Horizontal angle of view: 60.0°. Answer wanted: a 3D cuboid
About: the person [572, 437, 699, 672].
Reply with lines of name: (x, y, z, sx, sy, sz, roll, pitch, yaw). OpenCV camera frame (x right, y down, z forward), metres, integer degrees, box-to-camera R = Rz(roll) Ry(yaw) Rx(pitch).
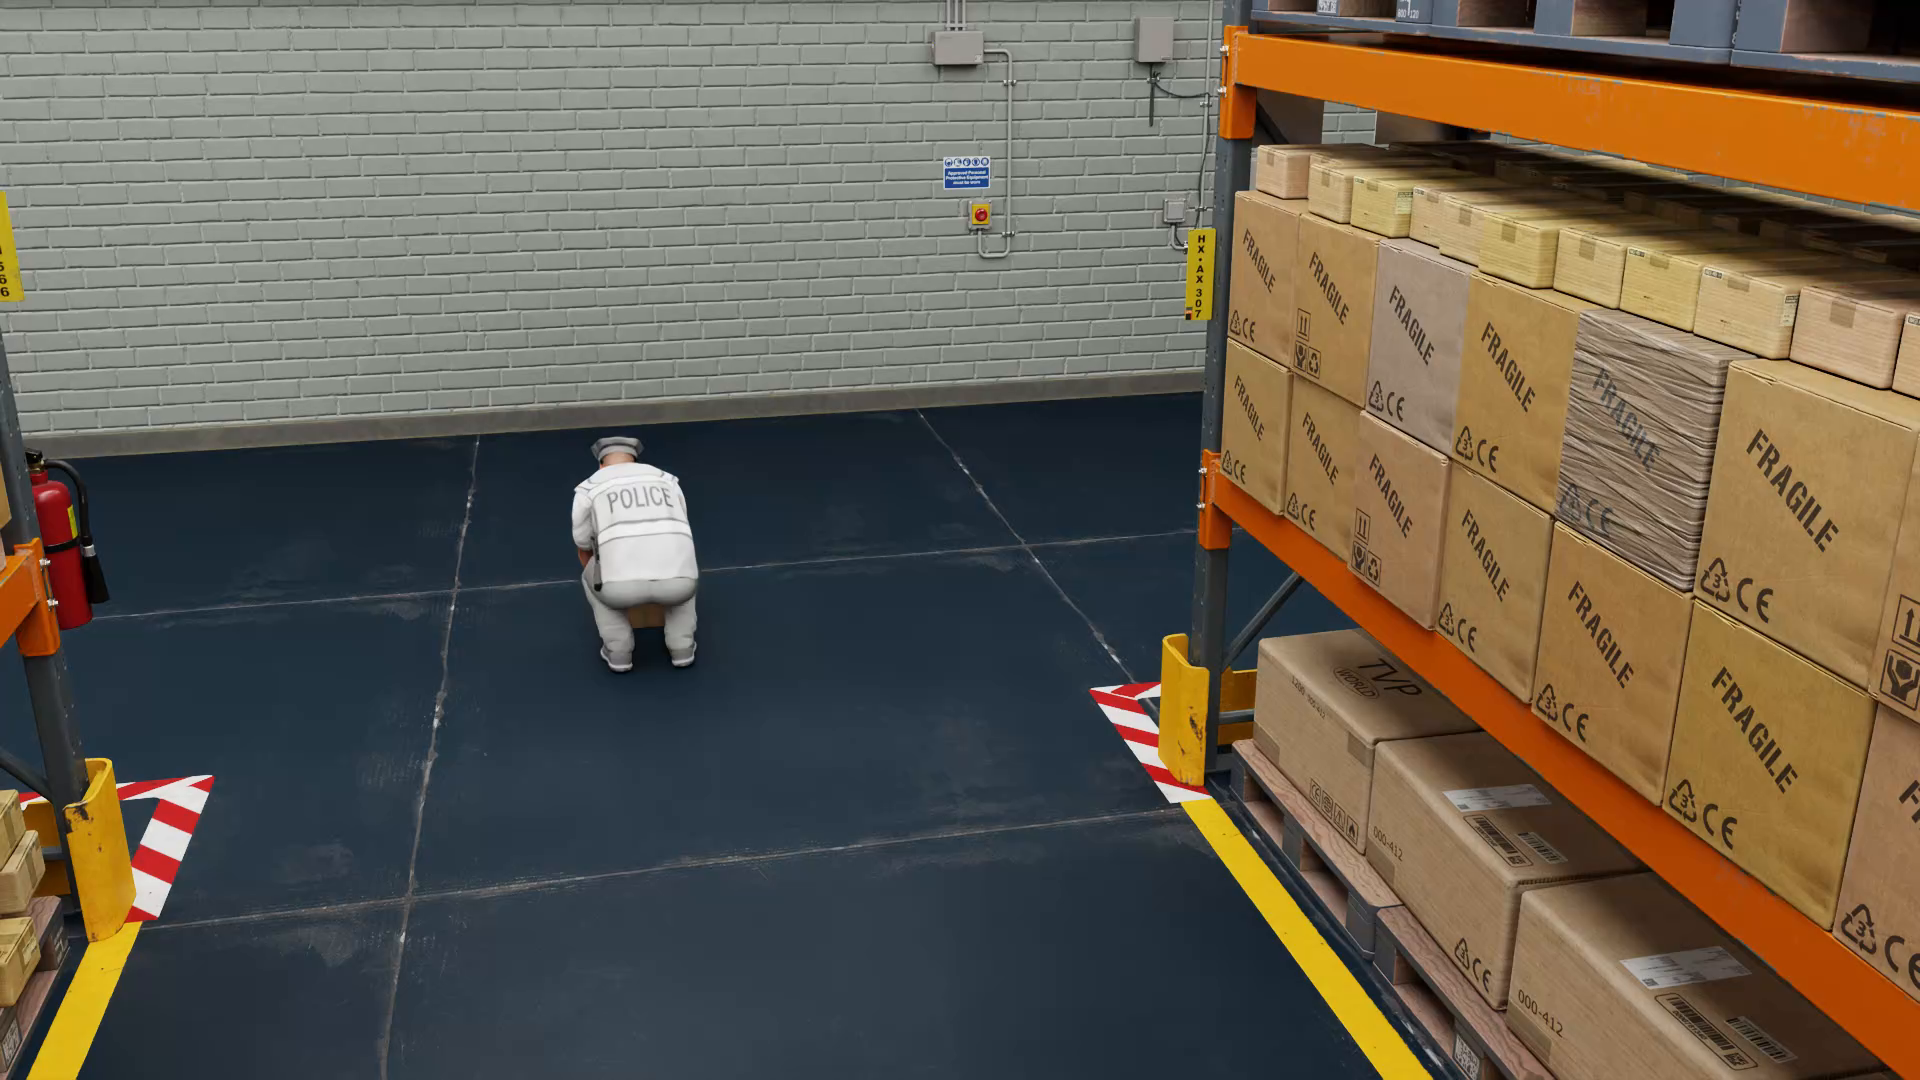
person: (-1.480, 0.057, 7.624, 0.564, 0.942, 0.954, -5, 20, -13)
